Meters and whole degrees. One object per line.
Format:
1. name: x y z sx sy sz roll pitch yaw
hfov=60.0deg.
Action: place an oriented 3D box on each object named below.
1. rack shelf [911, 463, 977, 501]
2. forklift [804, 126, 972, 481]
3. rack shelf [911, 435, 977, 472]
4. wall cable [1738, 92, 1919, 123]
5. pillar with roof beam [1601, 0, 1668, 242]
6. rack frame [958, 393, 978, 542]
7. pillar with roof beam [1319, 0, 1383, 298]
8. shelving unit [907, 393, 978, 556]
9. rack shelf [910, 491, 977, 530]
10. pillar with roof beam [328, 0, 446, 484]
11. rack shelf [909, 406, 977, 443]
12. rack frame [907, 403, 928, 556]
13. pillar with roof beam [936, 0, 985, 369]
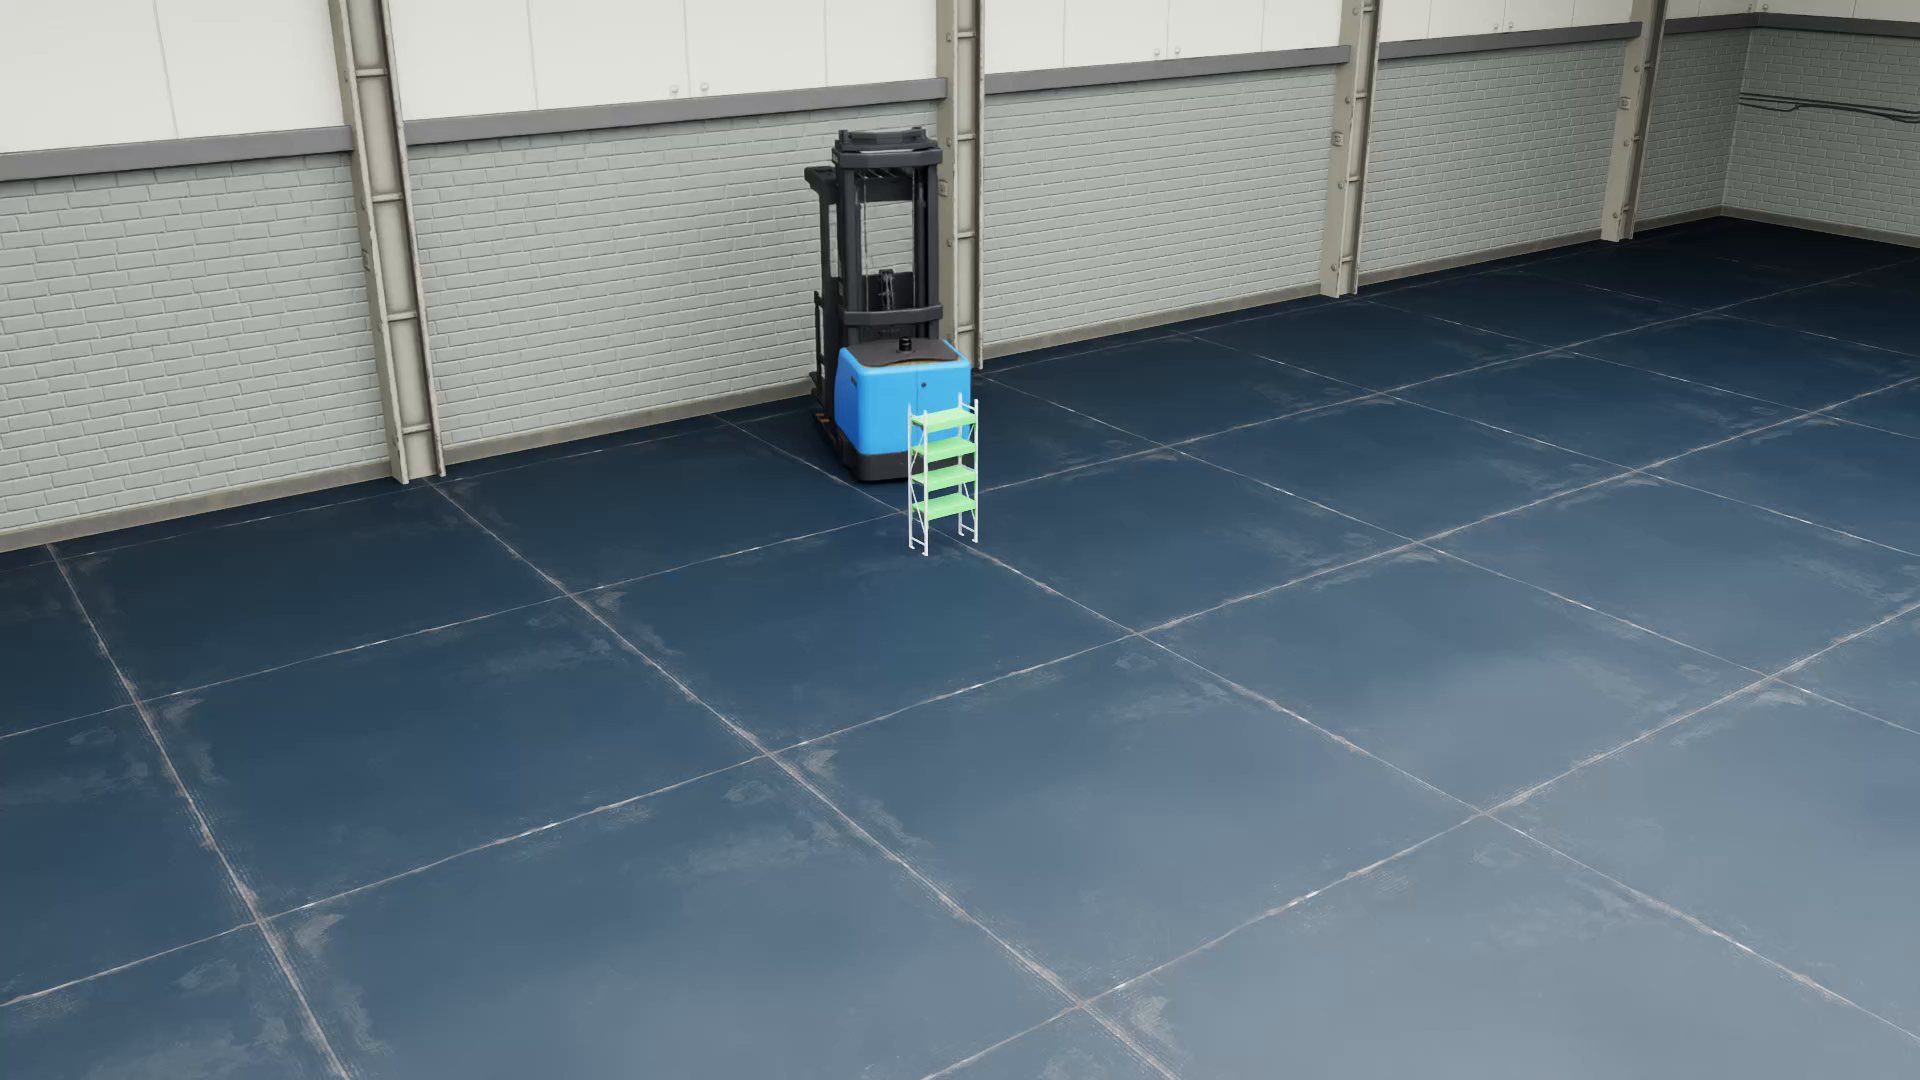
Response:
1. rack shelf: -0.134 -0.462 13.202 0.480 0.148 0.258 -15 26 -33
2. forklift: -0.802 -2.396 15.541 1.130 2.935 3.031 -6 23 -15
3. rack shelf: -0.134 -0.685 13.113 0.480 0.148 0.258 -15 26 -33
4. wall cable: 12.909 -7.457 24.225 0.112 2.526 3.097 -15 26 -33
5. pillar with roof beam: 12.259 -7.364 19.803 0.400 9.000 9.100 -15 26 -33
6. rack frame: 0.064 -0.574 13.311 0.015 1.200 0.240 -15 26 -33
7. pillar with roof beam: 7.389 -6.065 16.548 0.400 9.000 9.100 -15 26 -33
8. shelving unit: -0.134 -0.521 13.179 0.503 1.200 0.258 -15 26 -33
9. rack shelf: -0.134 -0.239 13.291 0.480 0.148 0.258 -15 26 -33
10. pillar with roof beam: -2.352 -3.468 10.039 0.400 9.000 9.100 -15 26 -33
11. rack shelf: -0.134 -0.908 13.024 0.480 0.148 0.258 -15 26 -33
12. rack frame: -0.332 -0.469 13.046 0.015 1.200 0.240 -15 26 -33
13. pillar with roof beam: 2.518 -4.766 13.294 0.400 9.000 9.100 -15 26 -33
